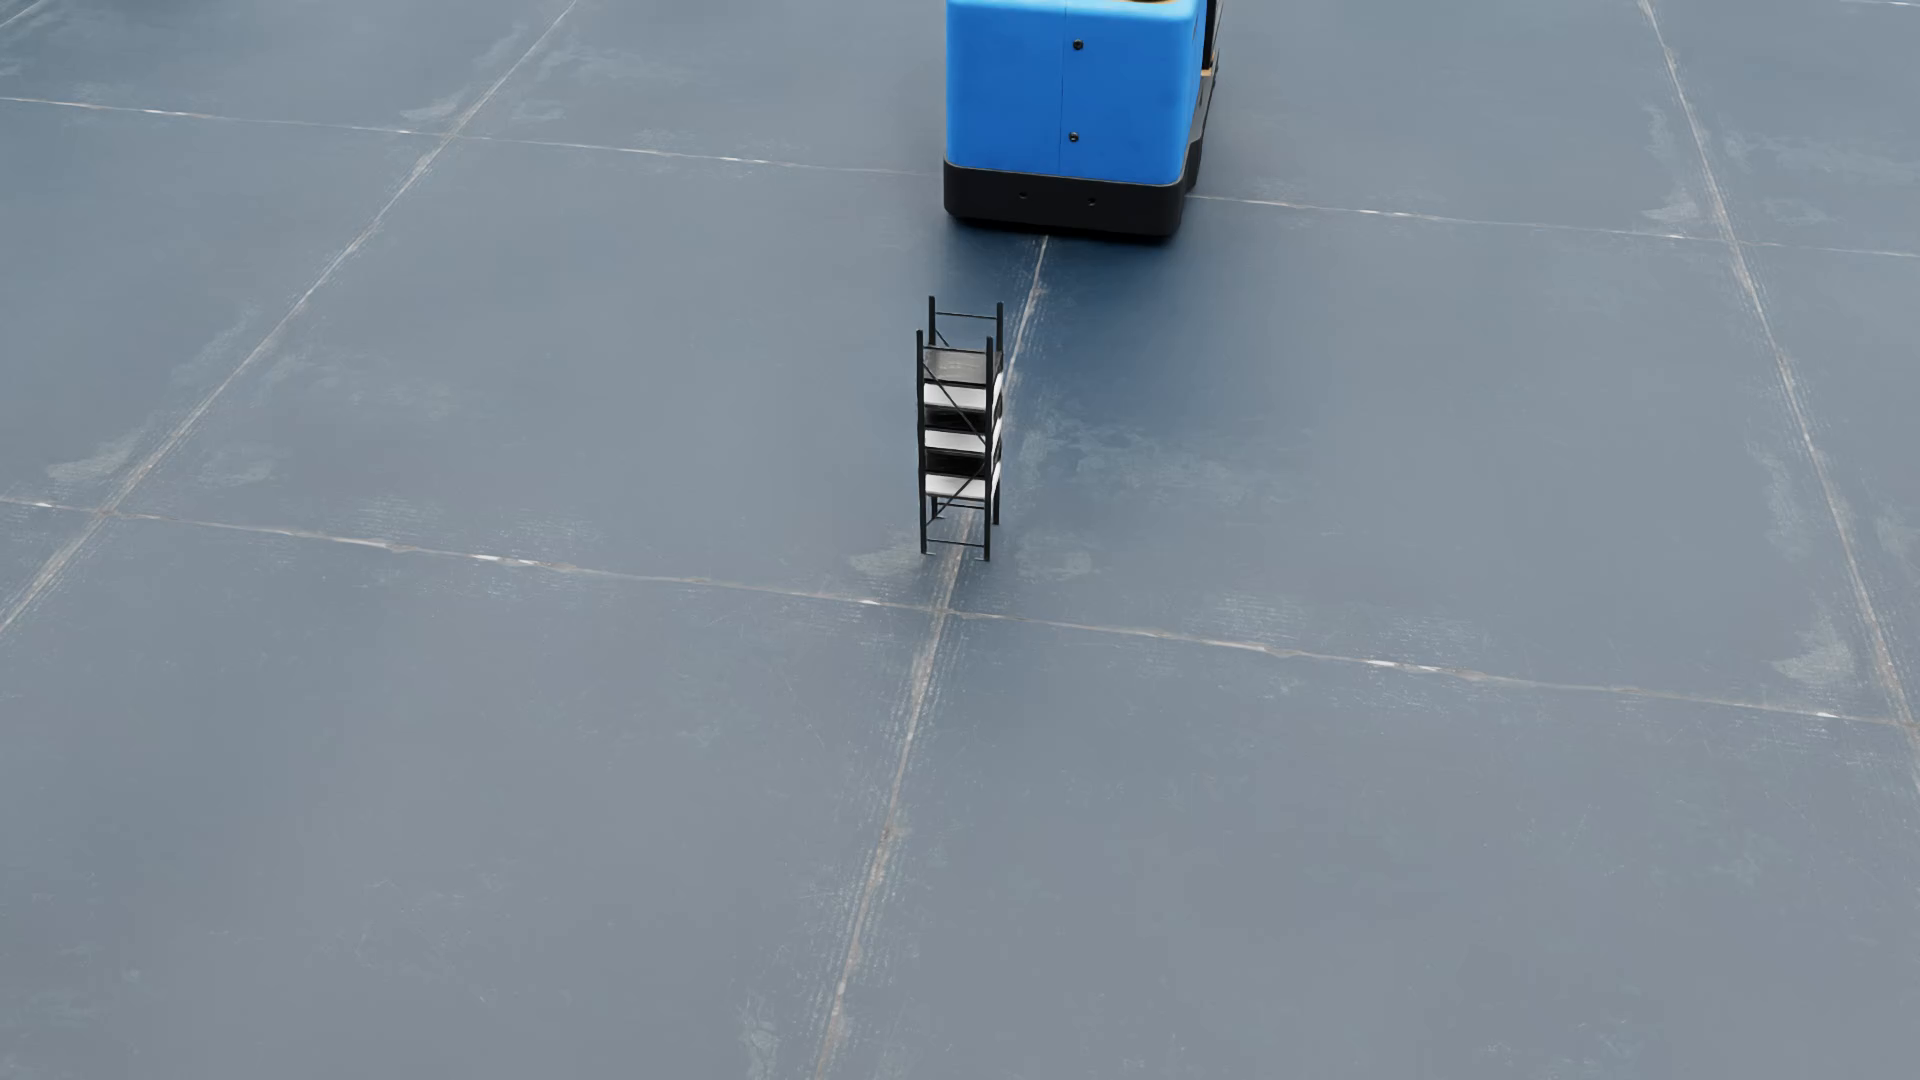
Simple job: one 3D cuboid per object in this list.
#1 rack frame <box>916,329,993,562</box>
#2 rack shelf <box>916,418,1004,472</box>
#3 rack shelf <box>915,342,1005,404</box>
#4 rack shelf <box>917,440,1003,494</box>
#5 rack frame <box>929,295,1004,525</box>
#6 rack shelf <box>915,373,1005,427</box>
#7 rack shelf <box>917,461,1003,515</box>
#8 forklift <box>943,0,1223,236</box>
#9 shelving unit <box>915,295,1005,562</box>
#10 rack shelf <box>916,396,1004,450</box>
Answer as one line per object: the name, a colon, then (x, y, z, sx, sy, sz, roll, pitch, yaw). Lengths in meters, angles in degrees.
rack frame: (-0.016, -0.288, 5.392, 0.240, 0.900, 0.006, 6, 40, 8)
rack shelf: (0.001, -0.326, 5.491, 0.258, 0.077, 0.200, 6, 40, 8)
rack shelf: (0.001, -0.534, 5.319, 0.258, 0.077, 0.200, 6, 40, 8)
rack shelf: (0.001, -0.257, 5.548, 0.258, 0.077, 0.200, 6, 40, 8)
rack frame: (0.019, -0.416, 5.547, 0.240, 0.900, 0.006, 6, 40, 8)
rack shelf: (0.001, -0.465, 5.376, 0.258, 0.077, 0.200, 6, 40, 8)
rack shelf: (0.001, -0.187, 5.605, 0.258, 0.077, 0.200, 6, 40, 8)
forklift: (0.725, -3.396, 7.558, 1.130, 2.935, 3.031, 7, 40, 9)
shelving unit: (0.001, -0.352, 5.469, 0.258, 0.900, 0.210, 6, 40, 8)
rack shelf: (0.001, -0.396, 5.433, 0.258, 0.077, 0.200, 6, 40, 8)
